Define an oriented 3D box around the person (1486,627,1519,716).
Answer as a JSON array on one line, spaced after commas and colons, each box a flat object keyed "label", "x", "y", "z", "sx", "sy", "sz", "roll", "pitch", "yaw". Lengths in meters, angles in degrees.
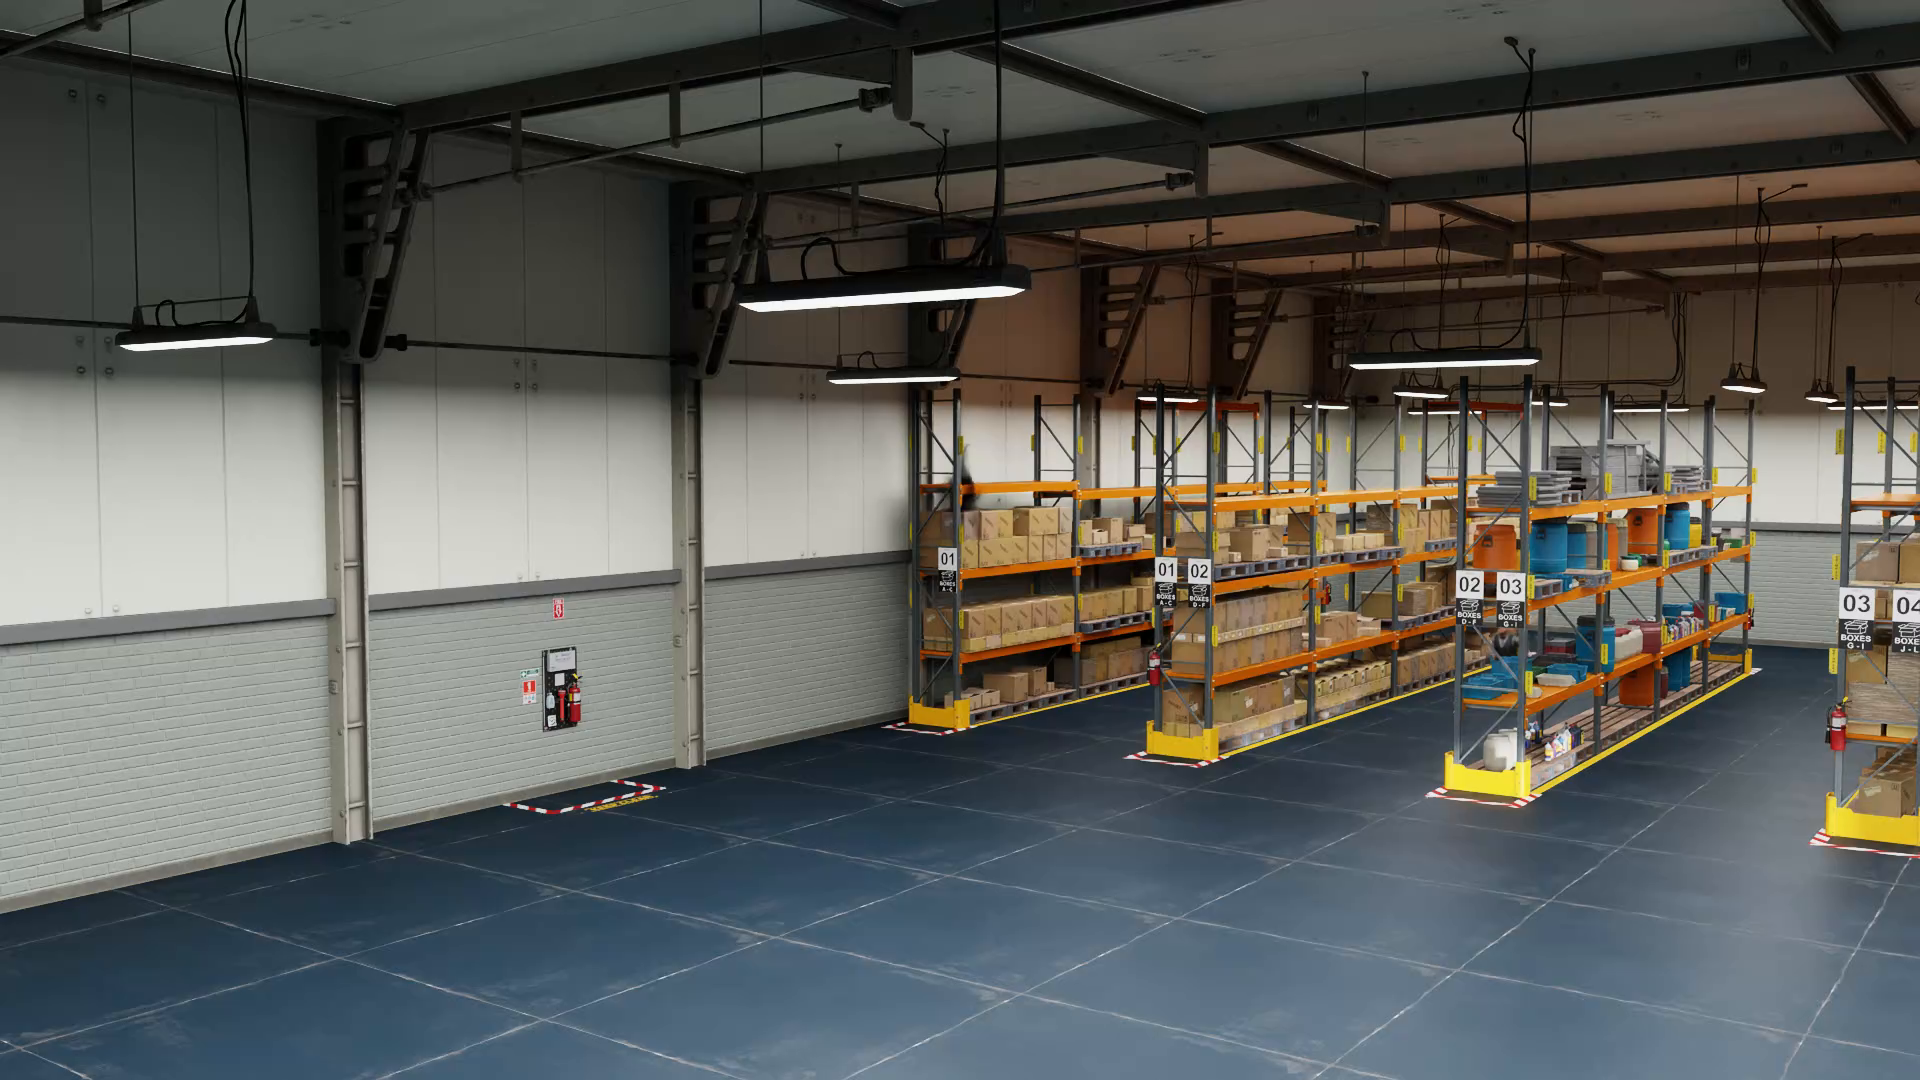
[{"label": "person", "x": 10.100, "y": 2.389, "z": 30.865, "sx": 0.633, "sy": 1.754, "sz": 0.812, "roll": 3, "pitch": 4, "yaw": 38}]
